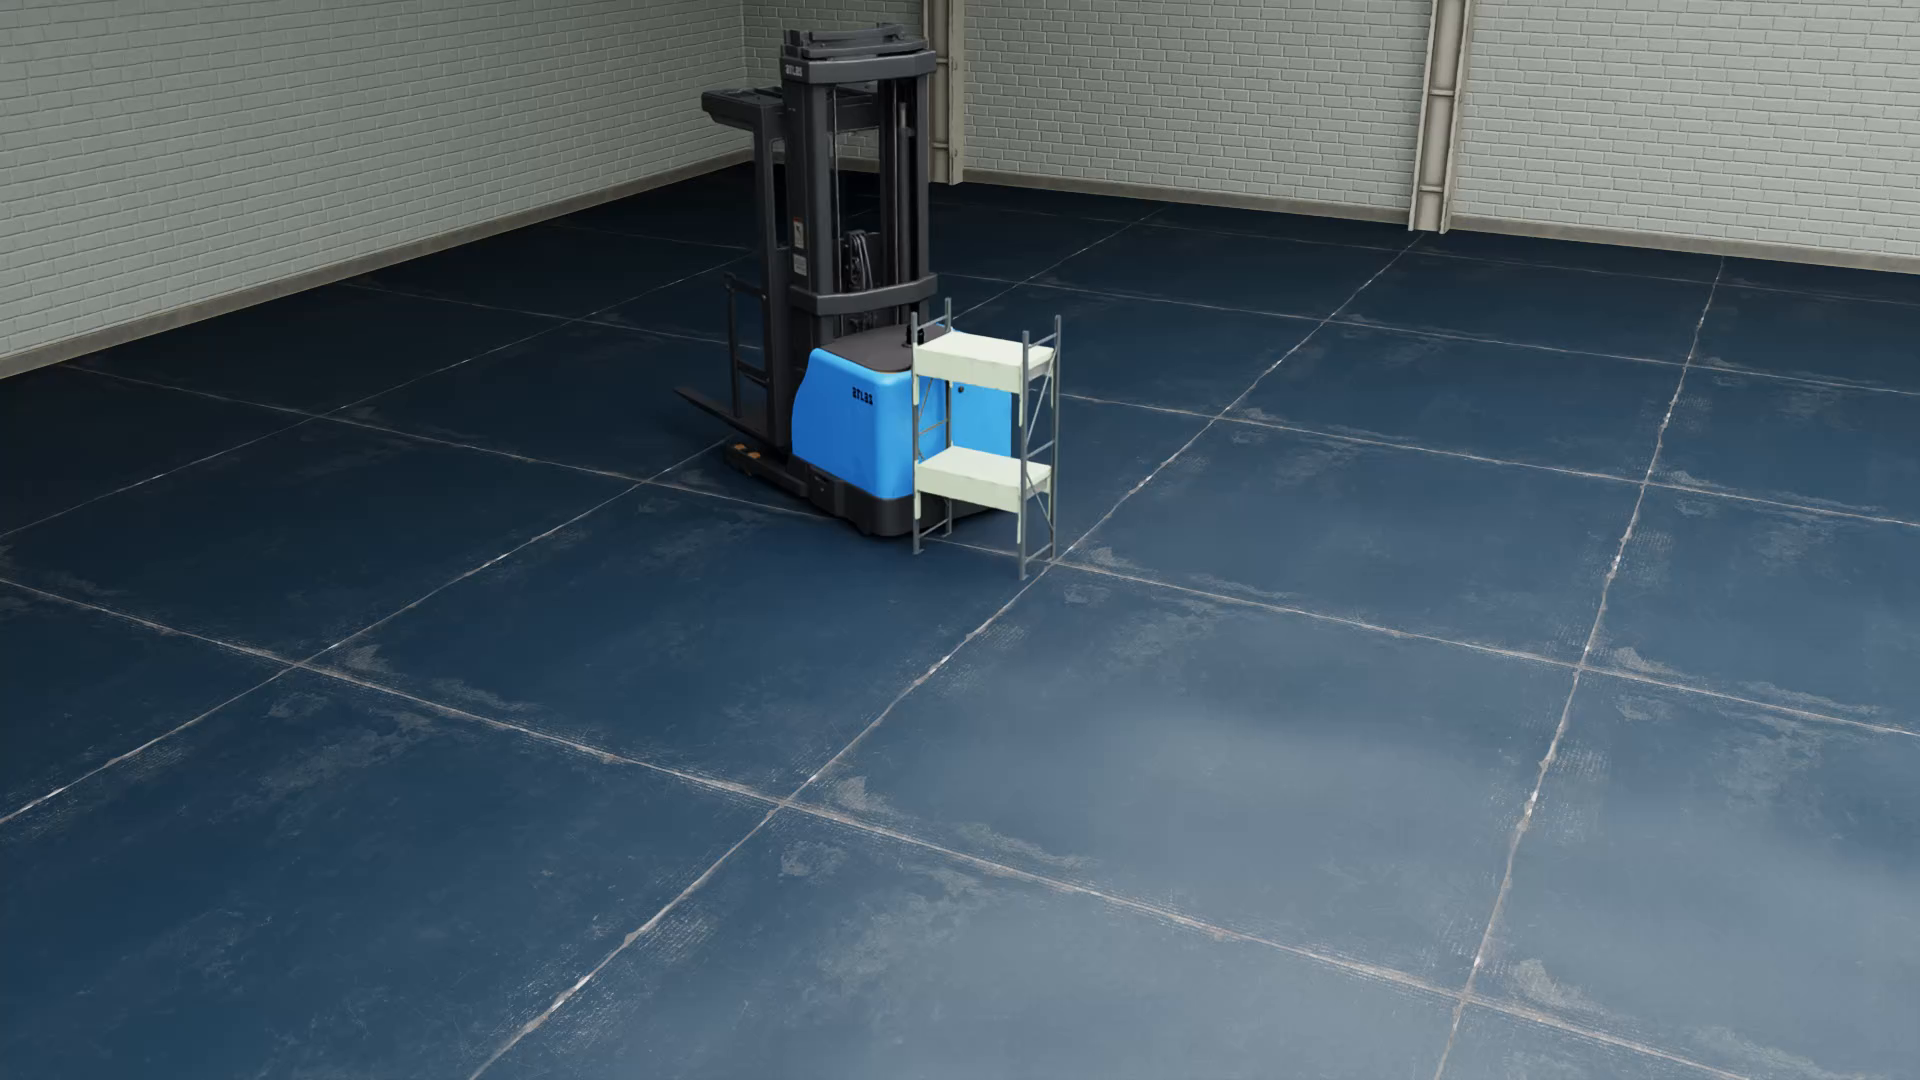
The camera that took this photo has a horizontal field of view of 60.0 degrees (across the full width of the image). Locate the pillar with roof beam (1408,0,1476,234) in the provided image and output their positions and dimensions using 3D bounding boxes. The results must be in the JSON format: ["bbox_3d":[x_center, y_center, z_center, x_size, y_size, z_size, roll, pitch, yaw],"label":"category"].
[{"bbox_3d":[3.214,-6.057,12.993,0.400,9.000,9.100,11,25,25],"label":"pillar with roof beam"}]

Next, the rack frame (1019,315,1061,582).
[{"bbox_3d":[0.456,-0.514,9.543,0.023,1.500,0.400,14,27,29],"label":"rack frame"}]

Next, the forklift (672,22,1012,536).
[{"bbox_3d":[-0.953,-1.883,10.932,1.130,2.935,3.031,-17,28,-34],"label":"forklift"}]

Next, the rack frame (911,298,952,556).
[{"bbox_3d":[-0.166,-0.665,9.897,0.023,1.500,0.400,14,27,29],"label":"rack frame"}]

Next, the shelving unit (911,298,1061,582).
[{"bbox_3d":[0.145,-0.590,9.720,0.755,1.500,0.431,14,27,29],"label":"shelving unit"}]

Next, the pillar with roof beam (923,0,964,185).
[{"bbox_3d":[-2.141,-7.116,15.485,0.400,9.000,9.100,11,25,25],"label":"pillar with roof beam"}]

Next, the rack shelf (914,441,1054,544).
[{"bbox_3d":[0.145,-0.290,9.848,0.720,0.370,0.431,14,27,29],"label":"rack shelf"}]

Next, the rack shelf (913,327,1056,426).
[{"bbox_3d":[0.145,-0.949,9.568,0.720,0.370,0.431,14,27,29],"label":"rack shelf"}]
